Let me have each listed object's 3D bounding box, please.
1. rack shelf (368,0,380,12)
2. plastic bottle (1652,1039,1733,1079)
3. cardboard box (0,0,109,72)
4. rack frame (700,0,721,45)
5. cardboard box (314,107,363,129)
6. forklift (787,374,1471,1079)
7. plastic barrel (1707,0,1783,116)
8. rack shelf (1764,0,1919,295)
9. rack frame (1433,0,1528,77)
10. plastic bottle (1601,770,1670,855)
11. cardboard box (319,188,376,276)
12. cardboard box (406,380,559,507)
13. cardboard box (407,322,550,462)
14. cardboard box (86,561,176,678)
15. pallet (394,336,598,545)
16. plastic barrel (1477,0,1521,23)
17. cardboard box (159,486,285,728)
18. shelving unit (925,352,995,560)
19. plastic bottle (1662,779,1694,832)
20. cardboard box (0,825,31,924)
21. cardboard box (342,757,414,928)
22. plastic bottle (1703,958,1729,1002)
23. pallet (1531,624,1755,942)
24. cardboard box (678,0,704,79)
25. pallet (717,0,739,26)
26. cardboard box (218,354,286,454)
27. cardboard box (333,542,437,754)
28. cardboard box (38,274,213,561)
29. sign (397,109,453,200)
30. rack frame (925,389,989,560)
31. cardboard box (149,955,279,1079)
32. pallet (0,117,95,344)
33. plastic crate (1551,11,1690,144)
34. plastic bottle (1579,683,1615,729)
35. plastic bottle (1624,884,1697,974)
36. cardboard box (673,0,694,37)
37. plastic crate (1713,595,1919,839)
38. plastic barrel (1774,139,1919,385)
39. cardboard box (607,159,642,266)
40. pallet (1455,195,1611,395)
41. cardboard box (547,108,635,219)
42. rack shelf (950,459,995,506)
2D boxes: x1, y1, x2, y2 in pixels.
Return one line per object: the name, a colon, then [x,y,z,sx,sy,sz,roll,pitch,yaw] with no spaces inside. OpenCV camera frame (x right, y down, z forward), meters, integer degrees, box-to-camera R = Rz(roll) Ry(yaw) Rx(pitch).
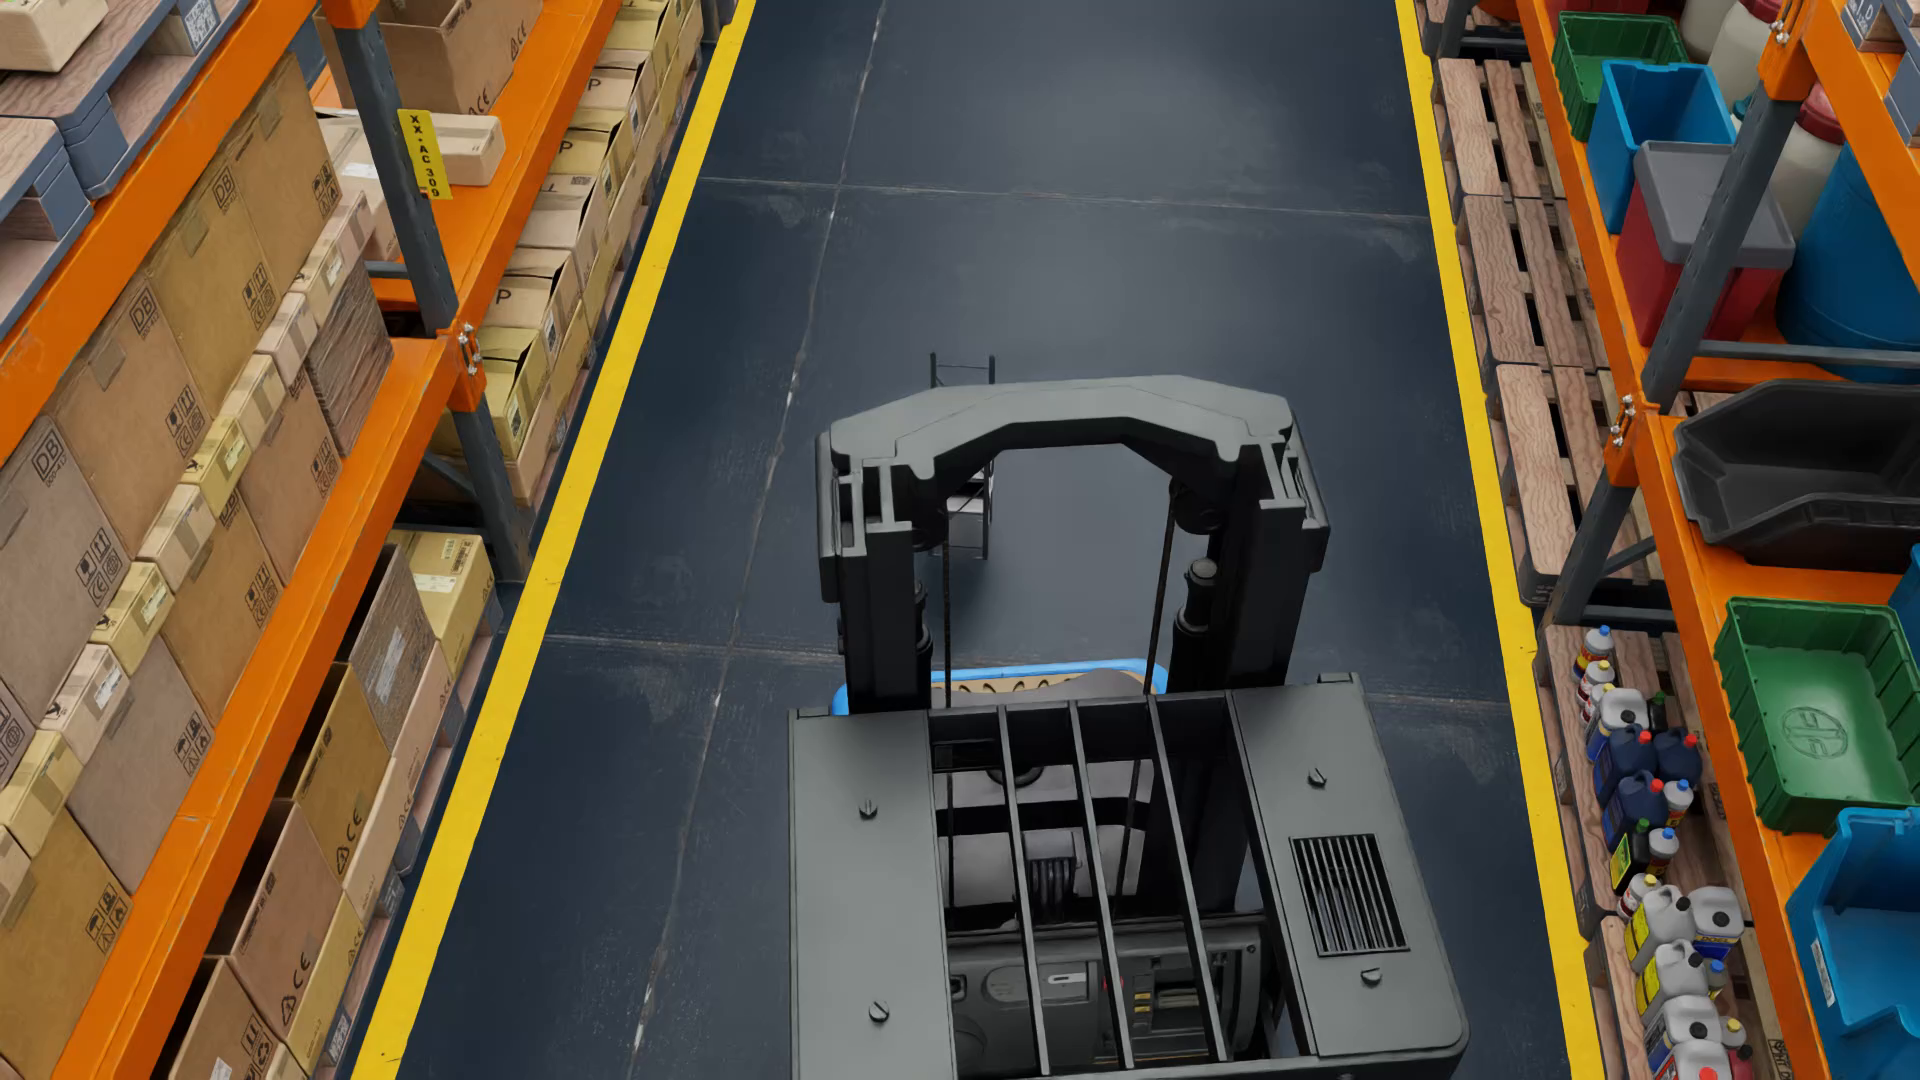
rack shelf: [-2.033,-3.152,6.055,1.077,0.370,4.000,4,48,4]
plastic bottle: [2.134,1.571,4.828,0.152,0.276,0.135,4,48,4]
cardboard box: [-2.053,-1.125,3.504,0.380,0.149,0.250,4,48,4]
rack frame: [-1.850,-3.852,8.241,1.000,3.000,0.127,4,48,4]
cardboard box: [-2.318,-1.526,6.204,0.396,0.266,0.258,3,48,3]
forklift: [0.243,1.199,3.667,1.130,2.935,3.031,-3,48,-3]
plastic barrel: [3.090,-1.850,6.317,0.433,0.535,0.433,0,48,0]
rack shelf: [2.535,0.123,3.059,1.077,0.370,4.000,4,48,4]
rack frame: [3.082,-3.516,7.933,1.000,3.000,0.127,4,48,4]
plastic bottle: [2.213,0.872,5.416,0.144,0.351,0.185,2,48,2]
cardboard box: [-2.026,-0.951,5.080,0.380,0.149,0.250,4,48,3]
cardboard box: [-1.931,-0.406,6.668,0.500,0.250,0.500,3,48,3]
cardboard box: [-1.929,-0.603,6.467,0.500,0.311,0.500,4,48,4]
cardboard box: [-2.165,0.177,4.048,0.380,0.149,0.250,5,48,5]
pallet: [-2.187,-0.516,7.079,1.003,0.211,1.213,4,48,4]
plastic barrel: [3.110,-3.286,8.909,0.600,0.830,0.708,4,48,4]
cardboard box: [-2.340,0.136,4.525,0.700,0.500,0.500,5,48,4]
shelving unit: [0.001,-0.310,6.423,0.258,0.900,0.210,4,48,4]
plastic bottle: [2.338,0.875,5.468,0.097,0.271,0.097,0,48,0]
cardboard box: [-2.237,0.741,3.532,0.380,0.149,0.250,2,48,2]
cardboard box: [-2.126,0.964,5.414,0.500,0.250,0.500,4,48,4]
plastic bottle: [2.282,1.348,5.083,0.097,0.201,0.097,0,48,0]
pallet: [2.615,0.855,5.825,1.003,0.211,1.213,4,48,4]
cardboard box: [-1.655,-2.663,8.732,0.500,0.250,0.500,5,48,4]
pallet: [-1.745,-3.457,9.769,1.003,0.211,1.213,4,48,4]
cardboard box: [-2.095,-0.384,4.561,0.380,0.149,0.250,4,48,3]
cardboard box: [-2.097,0.342,5.475,0.500,0.500,0.500,4,48,4]
cardboard box: [-2.340,-0.319,4.062,0.700,0.500,0.500,4,48,4]
sign: [-1.662,-1.196,5.170,0.100,0.325,0.005,4,48,4]
rack frame: [-0.009,-0.235,6.355,0.240,0.900,0.006,4,48,4]
cardboard box: [-2.233,1.445,4.466,0.500,0.500,0.500,4,48,4]
pallet: [-2.381,-0.373,3.085,1.003,0.211,1.213,4,48,4]
plastic crate: [2.595,-1.804,6.511,0.450,0.188,0.662,4,48,4]
plastic bottle: [2.233,0.573,5.791,0.097,0.201,0.097,0,48,0]
plastic bottle: [2.175,1.185,5.131,0.144,0.351,0.185,4,48,3]
cardboard box: [-1.653,-2.854,8.526,0.500,0.311,0.500,5,48,5]
plastic crate: [2.313,0.473,4.428,0.450,0.188,0.662,4,48,4]
plastic barrel: [3.054,-1.010,5.301,0.600,0.901,0.708,4,48,4]
cardboard box: [-1.792,-1.536,7.701,0.500,0.250,0.500,5,48,4]
pallet: [2.859,-1.115,7.626,1.003,0.211,1.213,4,48,4]
cardboard box: [-1.790,-1.733,7.501,0.500,0.311,0.500,5,48,5]
rack shelf: [0.001,-0.226,6.514,0.258,0.077,0.200,4,48,4]
